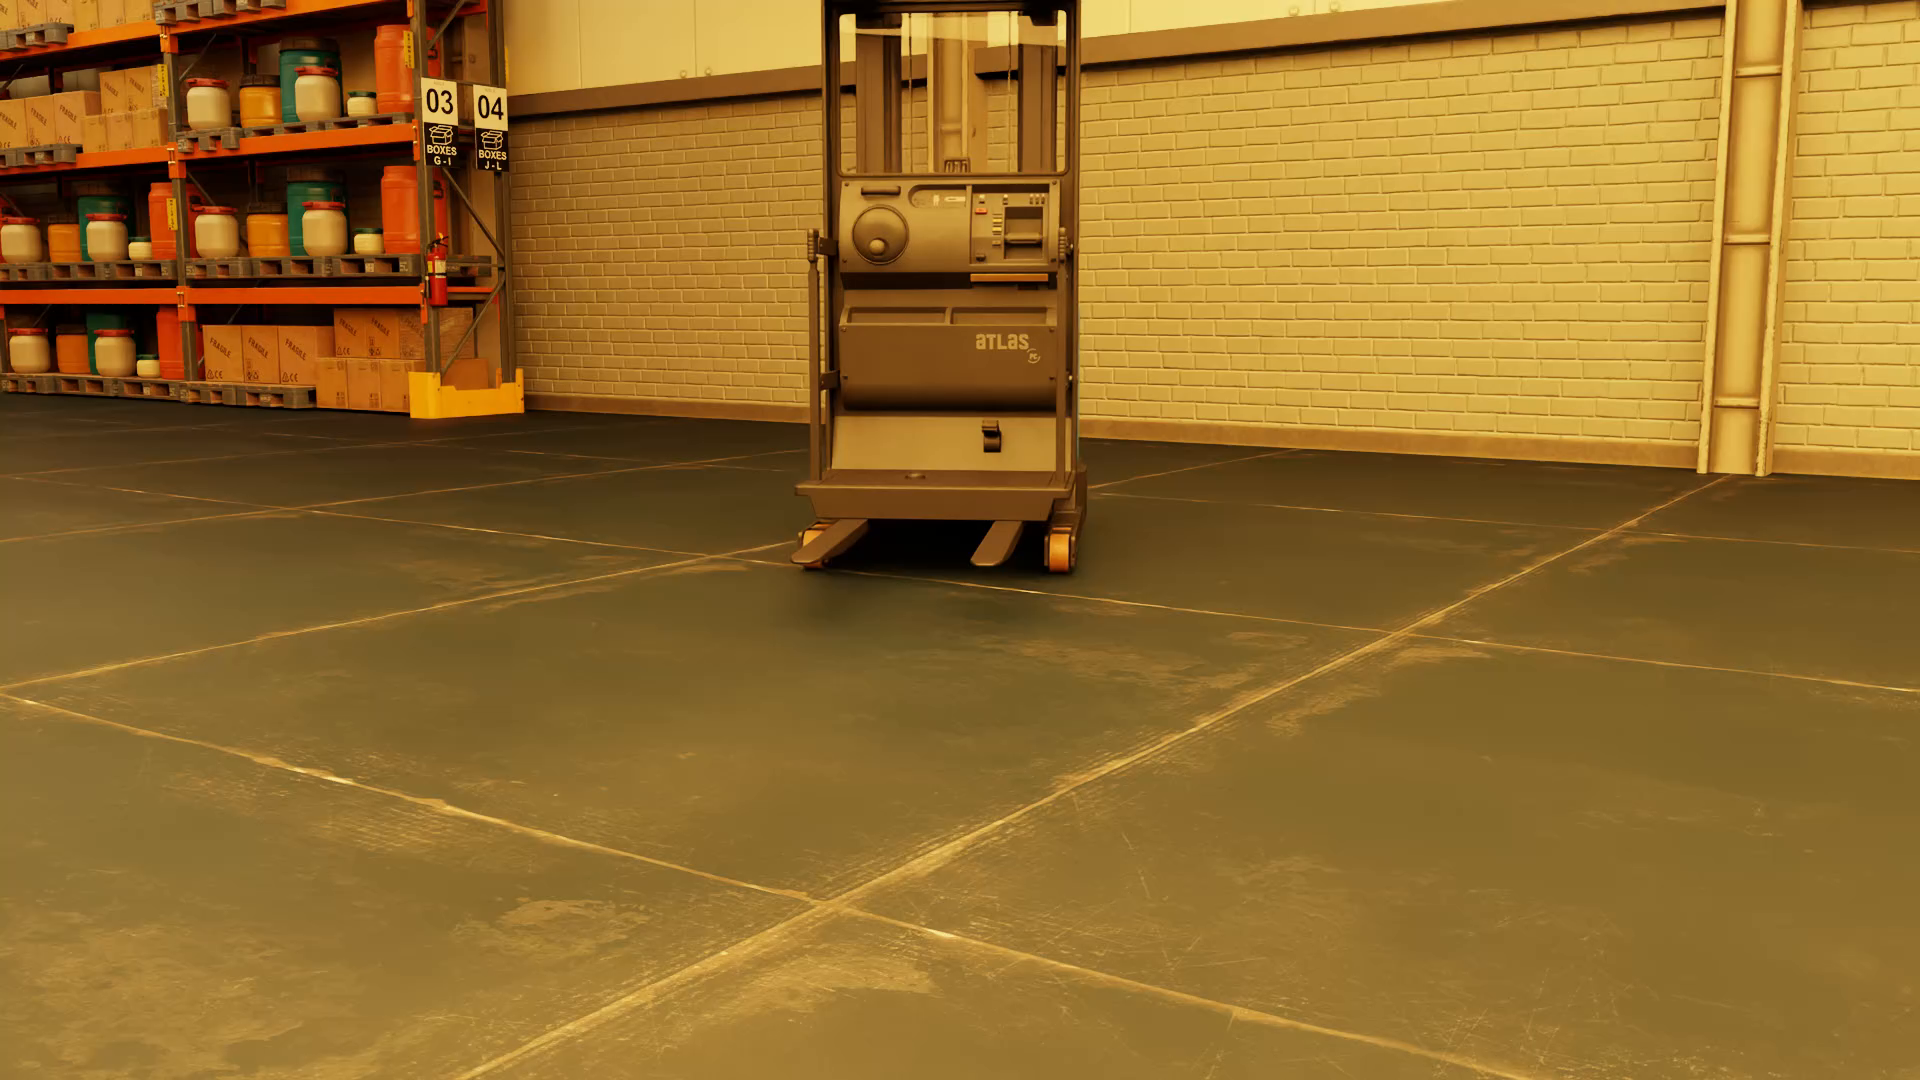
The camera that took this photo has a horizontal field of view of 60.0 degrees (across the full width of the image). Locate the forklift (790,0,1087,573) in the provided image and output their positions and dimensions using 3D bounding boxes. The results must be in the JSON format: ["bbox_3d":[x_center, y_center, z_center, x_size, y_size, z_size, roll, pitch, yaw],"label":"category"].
[{"bbox_3d":[-0.064,-1.366,6.796,1.130,2.935,3.031,1,8,6],"label":"forklift"}]
